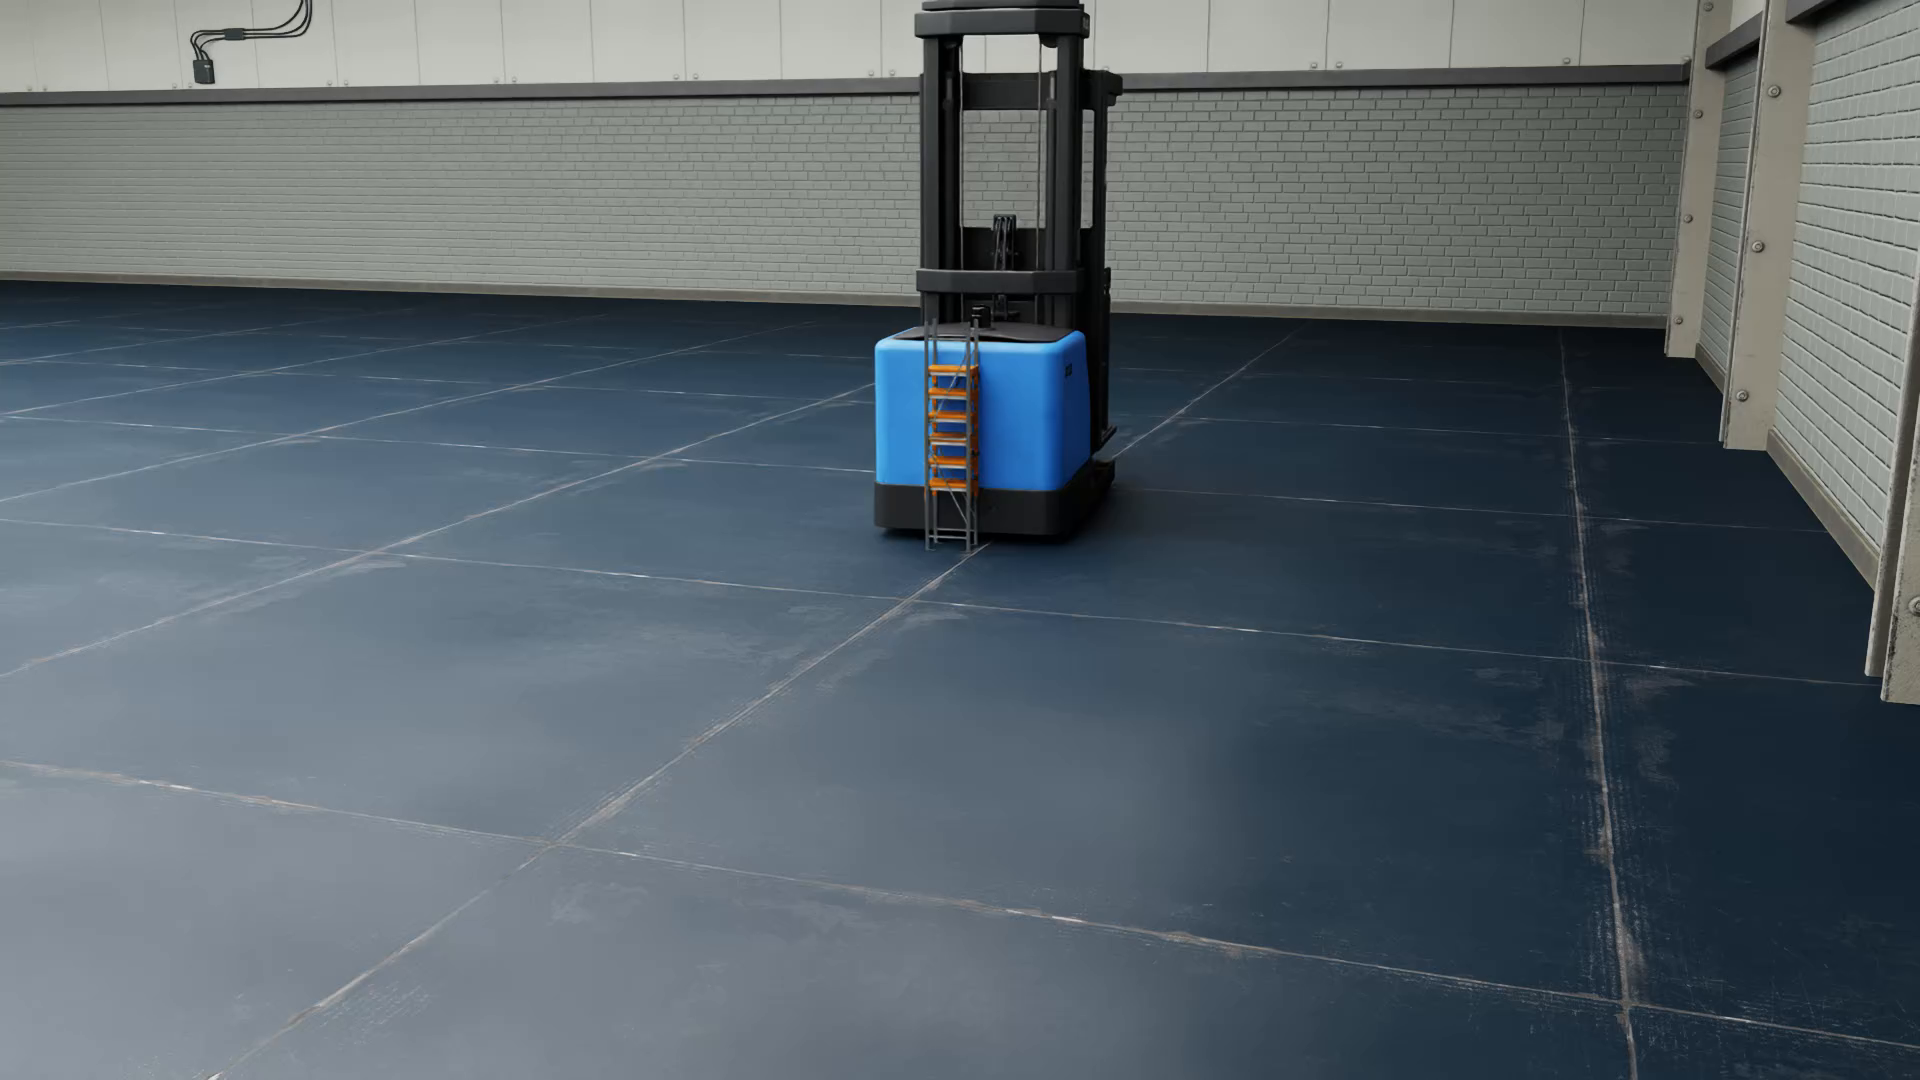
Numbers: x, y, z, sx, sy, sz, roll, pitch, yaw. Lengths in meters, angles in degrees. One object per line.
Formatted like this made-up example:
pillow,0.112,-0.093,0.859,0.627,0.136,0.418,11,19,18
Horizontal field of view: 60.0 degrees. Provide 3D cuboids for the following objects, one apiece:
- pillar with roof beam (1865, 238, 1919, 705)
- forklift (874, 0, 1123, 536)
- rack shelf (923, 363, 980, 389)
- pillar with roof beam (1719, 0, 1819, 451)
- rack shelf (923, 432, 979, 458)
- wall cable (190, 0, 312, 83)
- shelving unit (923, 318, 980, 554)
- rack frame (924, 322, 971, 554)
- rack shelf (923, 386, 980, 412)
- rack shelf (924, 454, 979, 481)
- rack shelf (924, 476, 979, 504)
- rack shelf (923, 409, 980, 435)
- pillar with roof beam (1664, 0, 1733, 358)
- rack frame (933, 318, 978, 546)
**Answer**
pillar with roof beam,-0.362,-4.116,6.798,9.100,9.000,0.400,4,14,18
forklift,0.360,-1.731,9.987,1.130,2.935,3.031,3,13,12
rack shelf,-0.044,-0.848,8.587,0.258,0.103,0.180,3,13,12
pillar with roof beam,1.580,-5.379,12.333,9.100,9.000,0.400,4,14,18
rack shelf,-0.044,-0.497,8.667,0.258,0.103,0.180,3,13,12
wall cable,-11.029,-10.097,25.360,2.305,6.003,0.169,4,14,18
shelving unit,-0.044,-0.540,8.657,0.258,1.200,0.189,3,13,12
rack frame,-0.064,-0.520,8.570,0.240,1.200,0.006,3,13,12
rack shelf,-0.044,-0.731,8.613,0.258,0.103,0.180,3,13,12
rack shelf,-0.044,-0.380,8.693,0.258,0.103,0.180,3,13,12
rack shelf,-0.044,-0.263,8.720,0.258,0.103,0.180,3,13,12
rack shelf,-0.044,-0.614,8.640,0.258,0.103,0.180,3,13,12
pillar with roof beam,3.521,-6.643,17.868,9.100,9.000,0.400,4,14,18
rack frame,-0.023,-0.560,8.744,0.240,1.200,0.006,3,13,12
